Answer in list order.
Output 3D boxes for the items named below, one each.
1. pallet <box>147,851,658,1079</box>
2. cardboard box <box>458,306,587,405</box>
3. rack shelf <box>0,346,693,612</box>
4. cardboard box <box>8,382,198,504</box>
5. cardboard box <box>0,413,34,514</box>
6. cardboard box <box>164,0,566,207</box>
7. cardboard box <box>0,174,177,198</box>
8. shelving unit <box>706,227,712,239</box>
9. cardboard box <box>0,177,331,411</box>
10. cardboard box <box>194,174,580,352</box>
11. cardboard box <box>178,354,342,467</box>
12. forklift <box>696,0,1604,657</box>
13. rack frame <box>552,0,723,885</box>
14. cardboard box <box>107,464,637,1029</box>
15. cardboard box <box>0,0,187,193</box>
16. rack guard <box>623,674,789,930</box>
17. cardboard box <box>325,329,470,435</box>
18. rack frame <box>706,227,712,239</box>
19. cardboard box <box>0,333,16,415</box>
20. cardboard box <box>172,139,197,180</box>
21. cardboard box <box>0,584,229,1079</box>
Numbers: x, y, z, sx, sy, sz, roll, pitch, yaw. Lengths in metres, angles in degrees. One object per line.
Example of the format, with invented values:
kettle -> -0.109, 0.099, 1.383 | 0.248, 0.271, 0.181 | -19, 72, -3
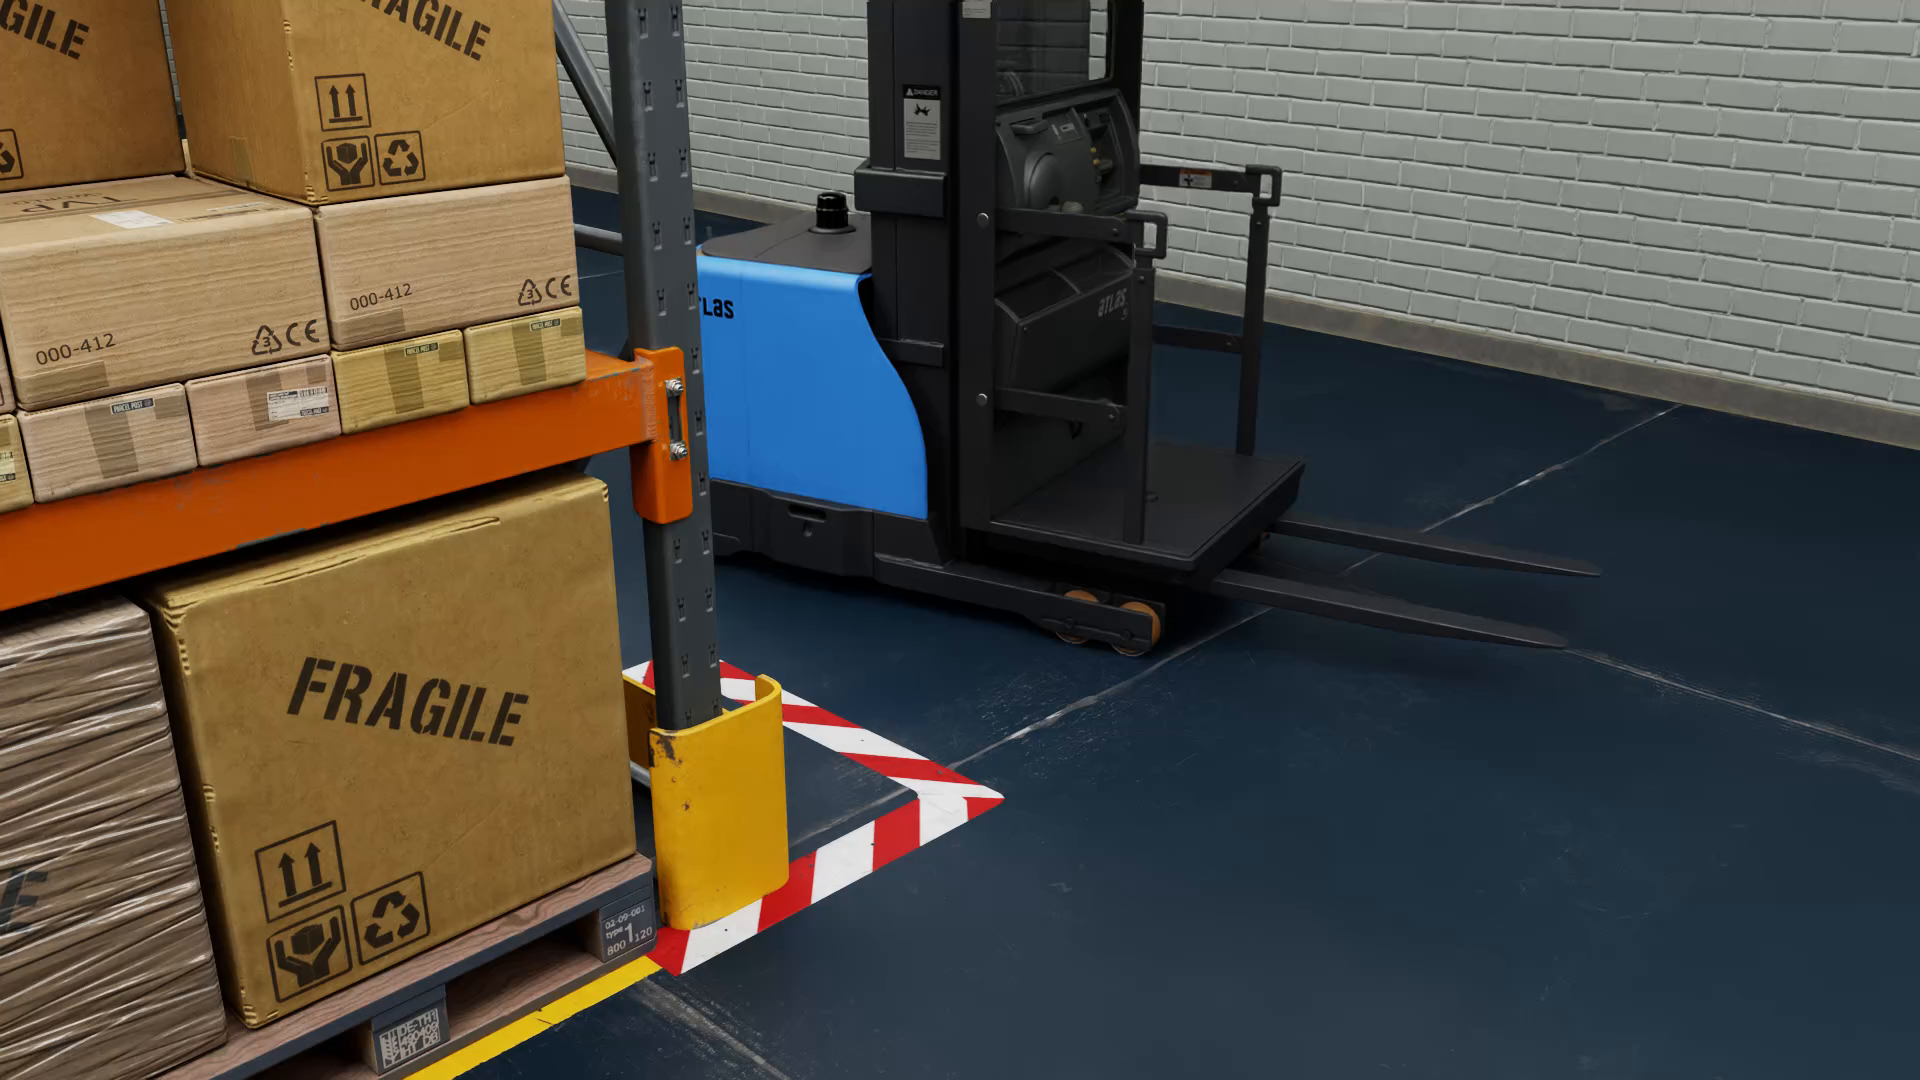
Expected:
pallet -> -1.438, 0.838, 3.601 | 1.003, 0.211, 1.213 | 19, 28, 41
cardboard box -> -0.949, -0.398, 3.279 | 0.250, 0.149, 0.380 | -20, 28, -41
rack shelf -> -2.332, 0.161, 2.478 | 1.077, 0.370, 4.000 | 19, 28, 41
cardboard box -> -1.481, -0.202, 2.770 | 0.250, 0.149, 0.380 | -20, 28, -41
cardboard box -> -1.660, -0.135, 2.595 | 0.380, 0.149, 0.250 | 18, 28, 39
cardboard box -> -1.088, -0.917, 3.029 | 0.500, 0.500, 0.500 | 20, 29, 41
cardboard box -> -1.823, -0.567, 3.163 | 0.500, 0.250, 0.500 | 19, 28, 40
shelving unit -> -1.000, -0.615, 6.197 | 0.215, 1.050, 0.252 | -1, 21, 7
cardboard box -> -1.439, -0.437, 2.825 | 0.500, 0.250, 0.500 | 19, 28, 40
cardboard box -> -1.084, -0.567, 3.163 | 0.500, 0.250, 0.500 | 19, 28, 40
cardboard box -> -1.306, -0.266, 2.936 | 0.380, 0.149, 0.250 | 19, 28, 41
forklift -> 0.533, -1.225, 5.177 | 3.031, 2.935, 1.130 | 11, 24, 27
rack frame -> -0.936, -0.689, 3.687 | 1.000, 3.000, 0.127 | 19, 28, 41
cardboard box -> -1.326, 0.291, 3.513 | 0.875, 0.875, 0.875 | 19, 28, 41
cardboard box -> -1.813, -0.924, 3.046 | 0.500, 0.500, 0.500 | 18, 28, 39
rack guard -> -0.920, 0.471, 4.151 | 1.175, 0.500, 0.348 | 19, 28, 41
cardboard box -> -1.129, -0.331, 3.104 | 0.380, 0.149, 0.250 | 20, 28, 41
rack frame -> -0.986, -0.659, 6.310 | 0.200, 1.050, 0.008 | -1, 21, 7
cardboard box -> -1.793, -0.306, 2.484 | 0.500, 0.250, 0.500 | 18, 27, 39
cardboard box -> -1.465, -0.702, 3.515 | 0.500, 0.250, 0.500 | 18, 28, 39
cardboard box -> -1.960, 0.525, 2.904 | 0.875, 0.875, 0.875 | 19, 28, 41
